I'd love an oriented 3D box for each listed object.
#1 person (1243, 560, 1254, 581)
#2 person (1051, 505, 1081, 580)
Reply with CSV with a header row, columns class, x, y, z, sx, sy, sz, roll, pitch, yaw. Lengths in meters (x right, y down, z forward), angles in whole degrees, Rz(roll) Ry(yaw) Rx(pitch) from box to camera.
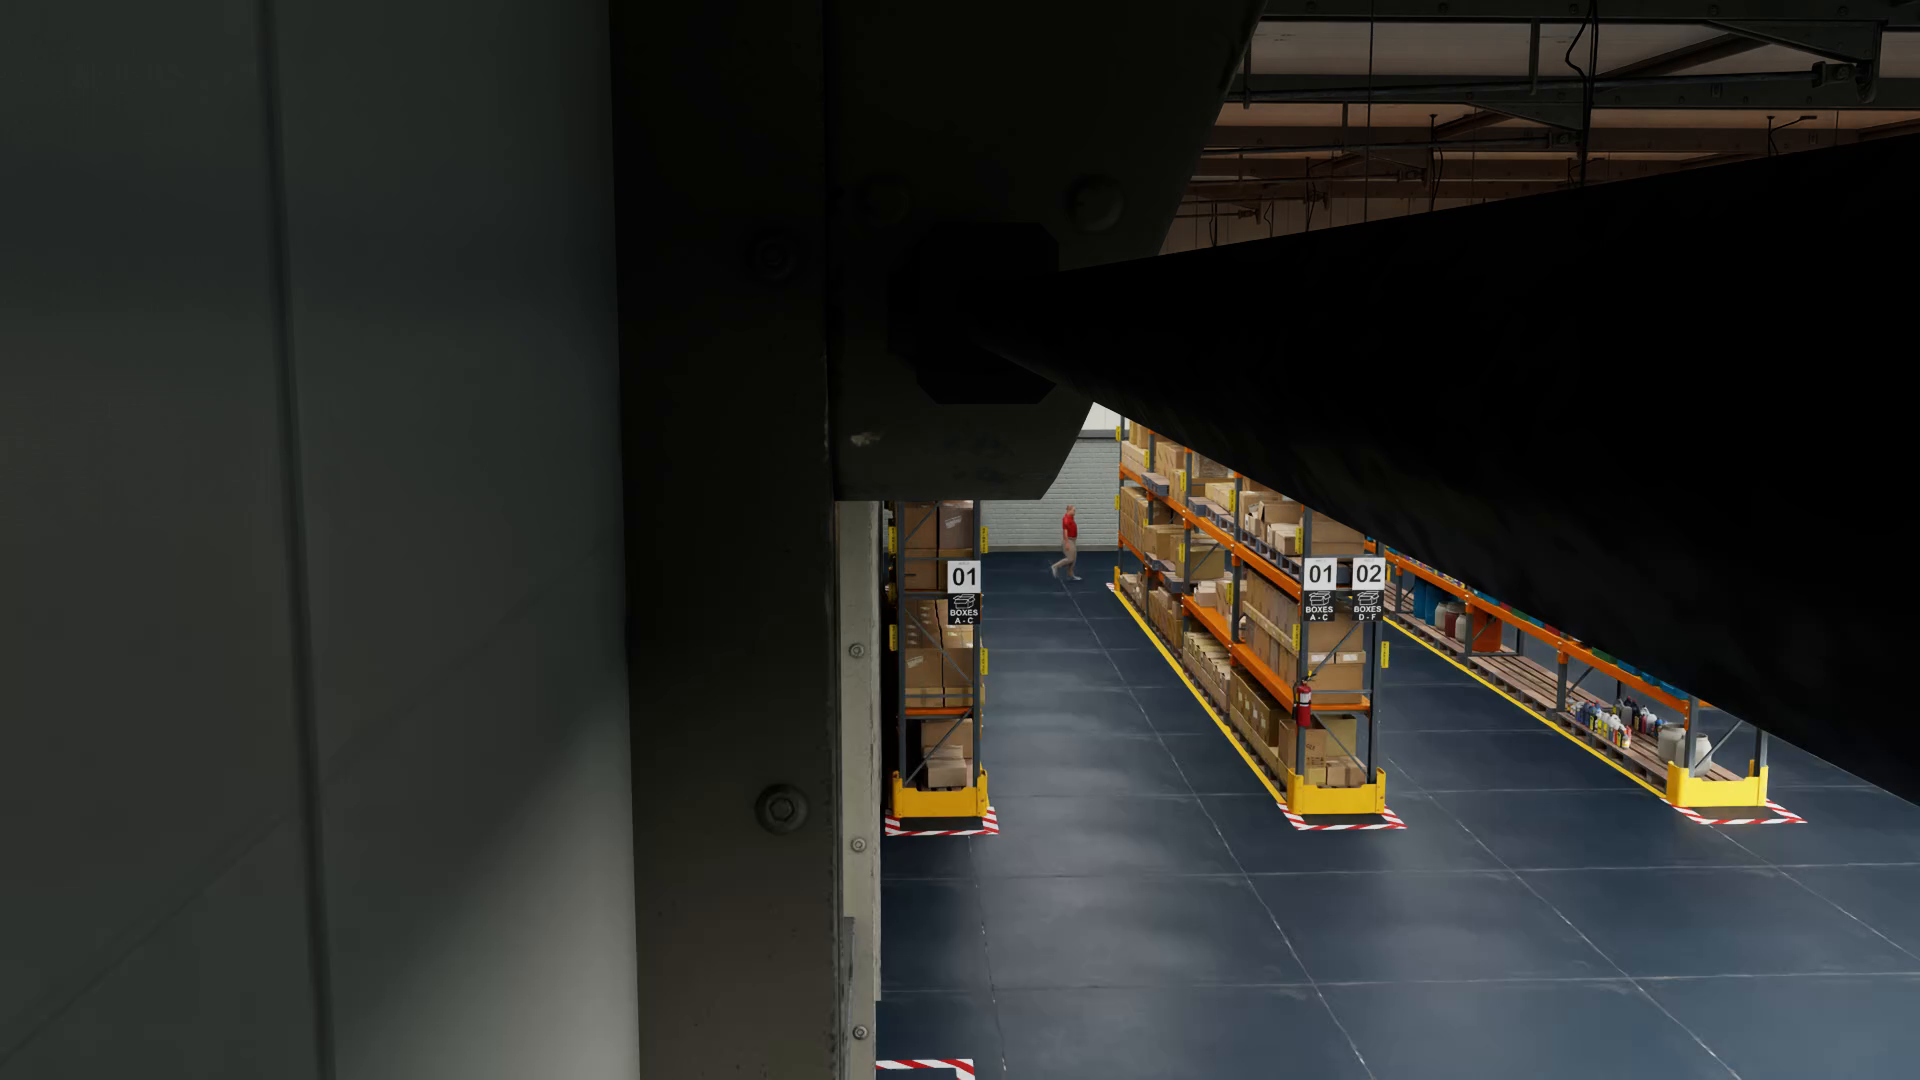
class,x,y,z,sx,sy,sz,roll,pitch,yaw
person,5.967,0.600,34.260,0.697,1.631,0.715,1,8,5
person,2.407,0.062,37.576,0.640,1.717,0.588,2,9,15
